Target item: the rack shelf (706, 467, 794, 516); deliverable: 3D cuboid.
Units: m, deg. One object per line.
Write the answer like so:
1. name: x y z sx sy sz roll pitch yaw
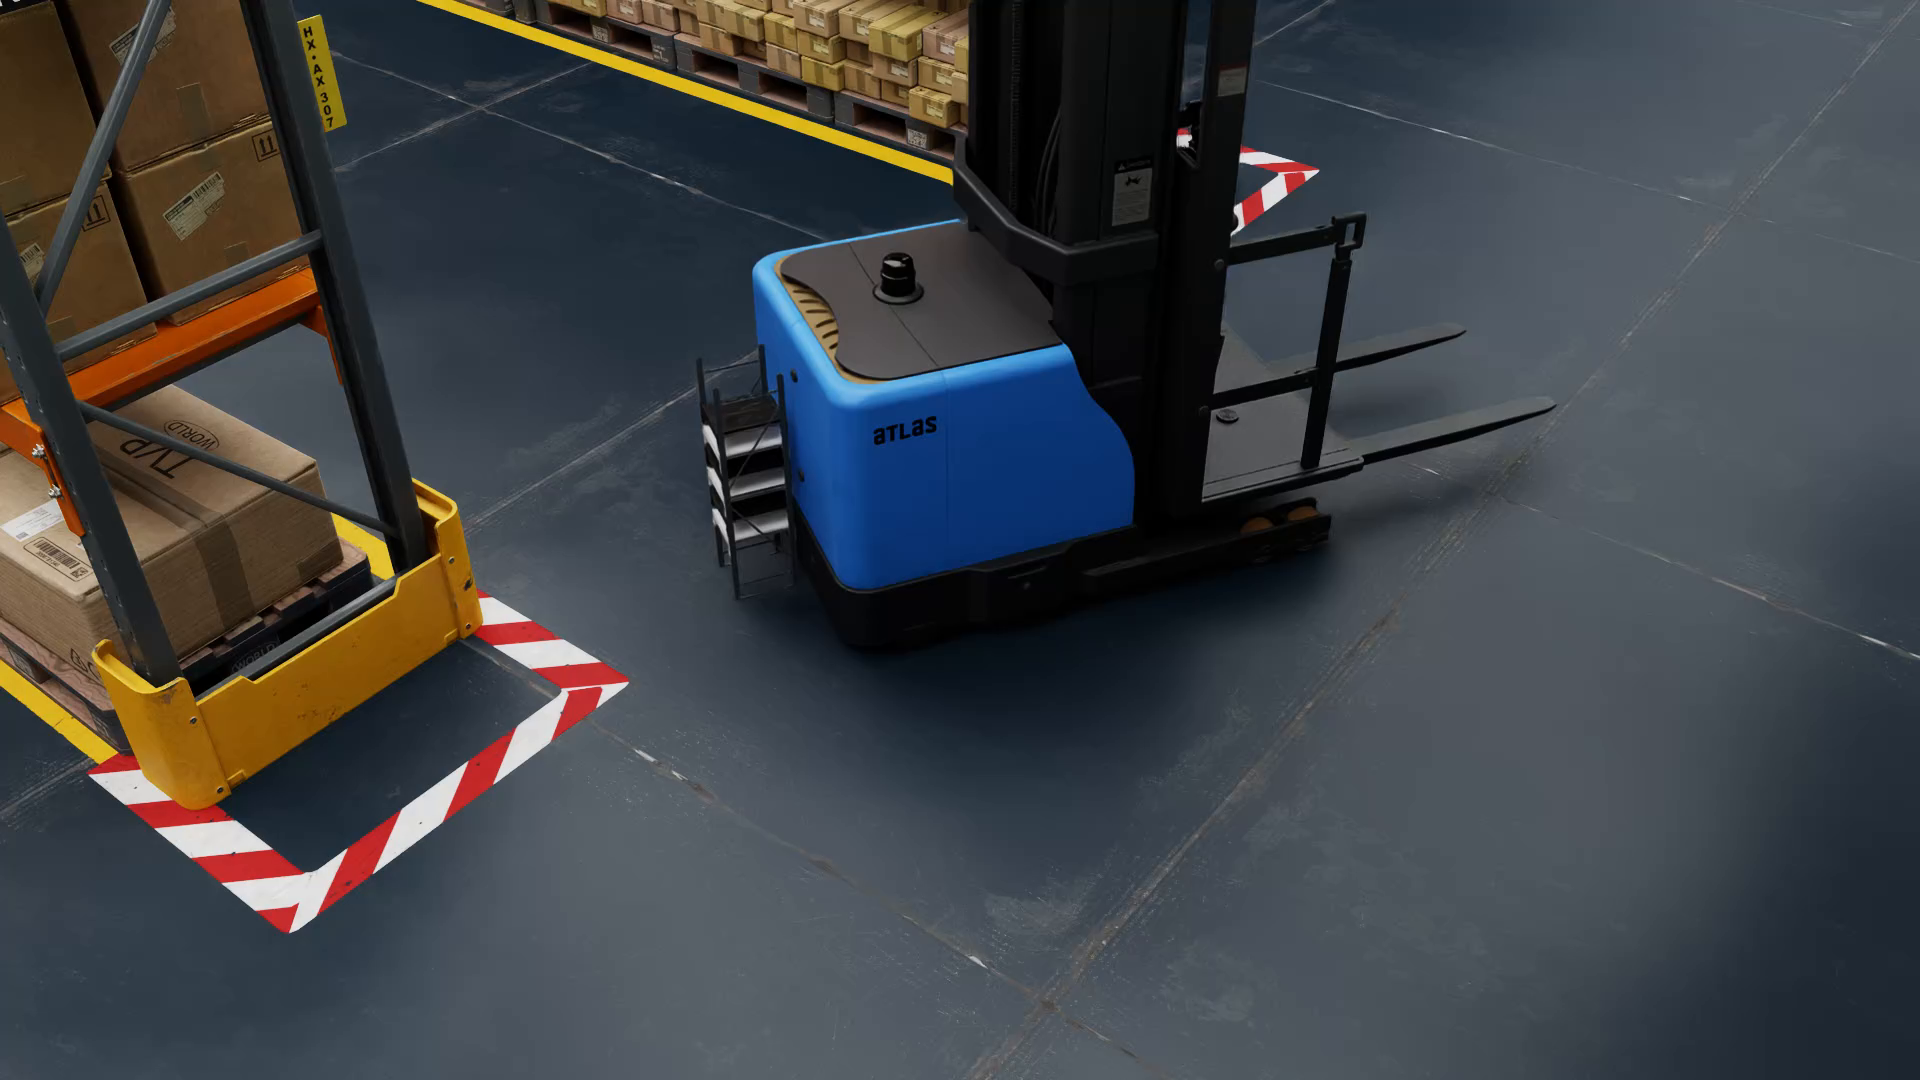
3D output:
1. rack shelf: -0.736 -0.198 5.827 0.258 0.077 0.200 -15 40 -18

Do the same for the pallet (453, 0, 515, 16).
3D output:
1. pallet: -3.039 -3.835 10.977 1.213 0.211 1.003 25 45 29

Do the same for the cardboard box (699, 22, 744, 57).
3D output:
1. cardboard box: -1.270 -2.925 9.525 0.250 0.149 0.380 24 44 27

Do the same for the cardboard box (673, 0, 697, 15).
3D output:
1. cardboard box: -1.438 -3.168 9.594 0.250 0.149 0.380 27 46 30

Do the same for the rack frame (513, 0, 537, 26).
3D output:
1. rack frame: -2.420 -4.642 9.746 0.127 3.000 1.000 25 45 29

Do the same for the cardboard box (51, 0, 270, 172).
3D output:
1. cardboard box: -2.378 -1.435 4.757 0.500 0.500 0.500 24 44 28

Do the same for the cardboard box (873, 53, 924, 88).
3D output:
1. cardboard box: -0.249 -2.556 8.811 0.250 0.149 0.380 23 44 27

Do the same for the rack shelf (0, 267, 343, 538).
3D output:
1. rack shelf: -3.758 -1.148 5.867 4.000 0.370 1.077 25 45 29

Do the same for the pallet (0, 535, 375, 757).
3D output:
1. pallet: -2.852 0.155 5.881 1.213 0.211 1.003 25 45 29

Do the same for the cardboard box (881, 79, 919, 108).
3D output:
1. cardboard box: -0.210 -2.470 8.943 0.250 0.149 0.380 25 44 28

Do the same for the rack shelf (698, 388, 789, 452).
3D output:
1. rack shelf: -0.736 -0.411 5.660 0.258 0.077 0.200 -15 40 -18

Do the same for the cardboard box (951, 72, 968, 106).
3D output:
1. cardboard box: 0.165 -2.362 8.564 0.250 0.149 0.380 24 44 27

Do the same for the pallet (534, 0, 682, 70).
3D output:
1. pallet: -1.865 -3.310 10.306 1.213 0.211 1.003 25 45 29

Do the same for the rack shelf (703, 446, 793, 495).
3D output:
1. rack shelf: -0.736 -0.269 5.771 0.258 0.077 0.200 -15 40 -18

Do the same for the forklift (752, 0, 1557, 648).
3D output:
1. forklift: 0.833 -1.359 5.608 3.031 2.935 1.130 -14 40 -17

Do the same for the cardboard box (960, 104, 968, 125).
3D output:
1. cardboard box: 0.213 -2.282 8.703 0.250 0.149 0.380 26 45 29

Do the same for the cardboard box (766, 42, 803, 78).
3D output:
1. cardboard box: -0.860 -2.733 9.279 0.250 0.149 0.380 26 45 29

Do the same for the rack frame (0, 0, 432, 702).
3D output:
1. rack frame: -2.169 -0.682 4.688 0.127 3.000 1.000 25 45 29

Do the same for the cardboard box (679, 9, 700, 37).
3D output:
1. cardboard box: -1.418 -3.070 9.709 0.250 0.149 0.380 23 44 27

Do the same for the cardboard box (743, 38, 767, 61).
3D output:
1. cardboard box: -1.015 -2.864 9.447 0.250 0.149 0.380 27 45 30

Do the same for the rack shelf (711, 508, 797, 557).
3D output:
1. rack shelf: -0.736 -0.056 5.938 0.258 0.077 0.200 -15 40 -18

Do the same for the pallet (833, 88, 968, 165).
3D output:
1. pallet: 0.073 -2.396 9.139 1.213 0.211 1.003 25 45 29

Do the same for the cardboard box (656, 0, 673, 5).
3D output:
1. cardboard box: -1.642 -3.283 9.740 0.250 0.149 0.380 23 44 26

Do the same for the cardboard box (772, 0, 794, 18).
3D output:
1. cardboard box: -0.821 -3.007 9.146 0.250 0.149 0.380 24 44 27

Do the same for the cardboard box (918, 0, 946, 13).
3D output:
1. cardboard box: -0.114 -3.037 9.186 0.250 0.149 0.380 23 44 27

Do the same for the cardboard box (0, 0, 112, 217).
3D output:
1. cardboard box: -2.697 -1.179 4.431 0.500 0.500 0.500 27 45 30

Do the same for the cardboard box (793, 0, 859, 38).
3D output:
1. cardboard box: -0.679 -2.854 8.951 0.250 0.149 0.380 27 45 30

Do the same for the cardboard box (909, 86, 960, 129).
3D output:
1. cardboard box: -0.053 -2.328 8.763 0.250 0.149 0.380 27 45 30

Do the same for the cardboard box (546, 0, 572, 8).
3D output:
1. cardboard box: -2.326 -3.391 10.120 0.250 0.149 0.380 23 44 27

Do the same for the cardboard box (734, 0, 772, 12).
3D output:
1. cardboard box: -1.046 -3.091 9.254 0.250 0.149 0.380 25 45 29

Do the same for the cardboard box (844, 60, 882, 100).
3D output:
1. cardboard box: -0.415 -2.556 9.053 0.250 0.149 0.380 26 45 29

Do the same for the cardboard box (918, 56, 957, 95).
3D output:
1. cardboard box: -0.010 -2.486 8.723 0.250 0.149 0.380 24 44 28

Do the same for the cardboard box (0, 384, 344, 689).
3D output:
1. cardboard box: -2.754 -0.037 5.602 0.875 0.438 0.875 24 44 27

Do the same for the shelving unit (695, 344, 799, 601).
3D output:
1. shelving unit: -0.736 -0.224 5.806 0.258 0.900 0.210 -15 40 -18

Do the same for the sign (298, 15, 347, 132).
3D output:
1. sign: -1.827 -1.324 4.741 0.005 0.325 0.100 25 45 29

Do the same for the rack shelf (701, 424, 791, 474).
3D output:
1. rack shelf: -0.736 -0.340 5.716 0.258 0.077 0.200 -15 40 -18

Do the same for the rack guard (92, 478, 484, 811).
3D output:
1. rack guard: -2.150 0.311 5.447 0.348 0.500 1.175 25 45 29

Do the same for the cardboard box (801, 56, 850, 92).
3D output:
1. cardboard box: -0.655 -2.621 9.136 0.250 0.149 0.380 23 44 27

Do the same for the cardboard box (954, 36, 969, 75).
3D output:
1. cardboard box: 0.183 -2.495 8.493 0.250 0.149 0.380 26 45 29

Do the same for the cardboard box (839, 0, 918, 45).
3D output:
1. cardboard box: -0.432 -2.780 8.857 0.250 0.149 0.380 23 44 27

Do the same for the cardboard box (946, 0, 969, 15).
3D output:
1. cardboard box: 0.134 -2.985 9.119 0.250 0.149 0.380 25 45 28

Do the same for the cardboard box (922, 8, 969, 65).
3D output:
1. cardboard box: 0.018 -2.617 8.649 0.250 0.149 0.380 26 45 29

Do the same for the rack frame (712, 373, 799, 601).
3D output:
1. rack frame: -0.696 -0.166 5.733 0.240 0.900 0.006 -15 40 -18

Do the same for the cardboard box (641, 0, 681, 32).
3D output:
1. cardboard box: -1.653 -3.153 9.816 0.250 0.149 0.380 24 44 28

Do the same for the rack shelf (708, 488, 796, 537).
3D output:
1. rack shelf: -0.736 -0.127 5.882 0.258 0.077 0.200 -15 40 -18

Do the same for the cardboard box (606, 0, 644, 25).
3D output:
1. cardboard box: -1.885 -3.224 9.906 0.250 0.149 0.380 25 44 28

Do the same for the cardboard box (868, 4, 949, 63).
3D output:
1. cardboard box: -0.264 -2.652 8.694 0.250 0.149 0.380 24 44 28

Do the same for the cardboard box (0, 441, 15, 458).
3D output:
1. cardboard box: -3.486 -0.376 6.034 0.875 0.438 0.875 27 45 30

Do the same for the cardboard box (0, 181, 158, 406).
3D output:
1. cardboard box: -2.713 -0.773 4.723 0.500 0.500 0.500 26 45 29

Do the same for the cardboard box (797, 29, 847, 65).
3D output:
1. cardboard box: -0.668 -2.743 9.051 0.250 0.149 0.380 26 45 29

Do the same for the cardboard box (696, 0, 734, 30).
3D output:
1. cardboard box: -1.276 -3.042 9.433 0.250 0.149 0.380 25 44 28

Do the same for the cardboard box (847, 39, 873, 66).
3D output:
1. cardboard box: -0.400 -2.707 9.004 0.250 0.149 0.380 25 44 28

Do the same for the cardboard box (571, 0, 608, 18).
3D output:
1. cardboard box: -2.114 -3.291 9.993 0.250 0.149 0.380 27 45 30

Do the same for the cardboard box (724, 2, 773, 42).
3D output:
1. cardboard box: -1.096 -2.938 9.300 0.250 0.149 0.380 26 45 29

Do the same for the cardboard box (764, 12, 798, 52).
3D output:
1. cardboard box: -0.860 -2.848 9.185 0.250 0.149 0.380 28 46 31

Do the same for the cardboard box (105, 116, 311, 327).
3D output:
1. cardboard box: -2.376 -1.042 5.067 0.500 0.500 0.500 25 44 28

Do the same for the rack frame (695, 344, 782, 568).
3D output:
1. rack frame: -0.776 -0.282 5.880 0.240 0.900 0.006 -15 40 -18

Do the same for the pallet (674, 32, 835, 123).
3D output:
1. pallet: -0.891 -2.853 9.723 1.213 0.211 1.003 25 45 29
